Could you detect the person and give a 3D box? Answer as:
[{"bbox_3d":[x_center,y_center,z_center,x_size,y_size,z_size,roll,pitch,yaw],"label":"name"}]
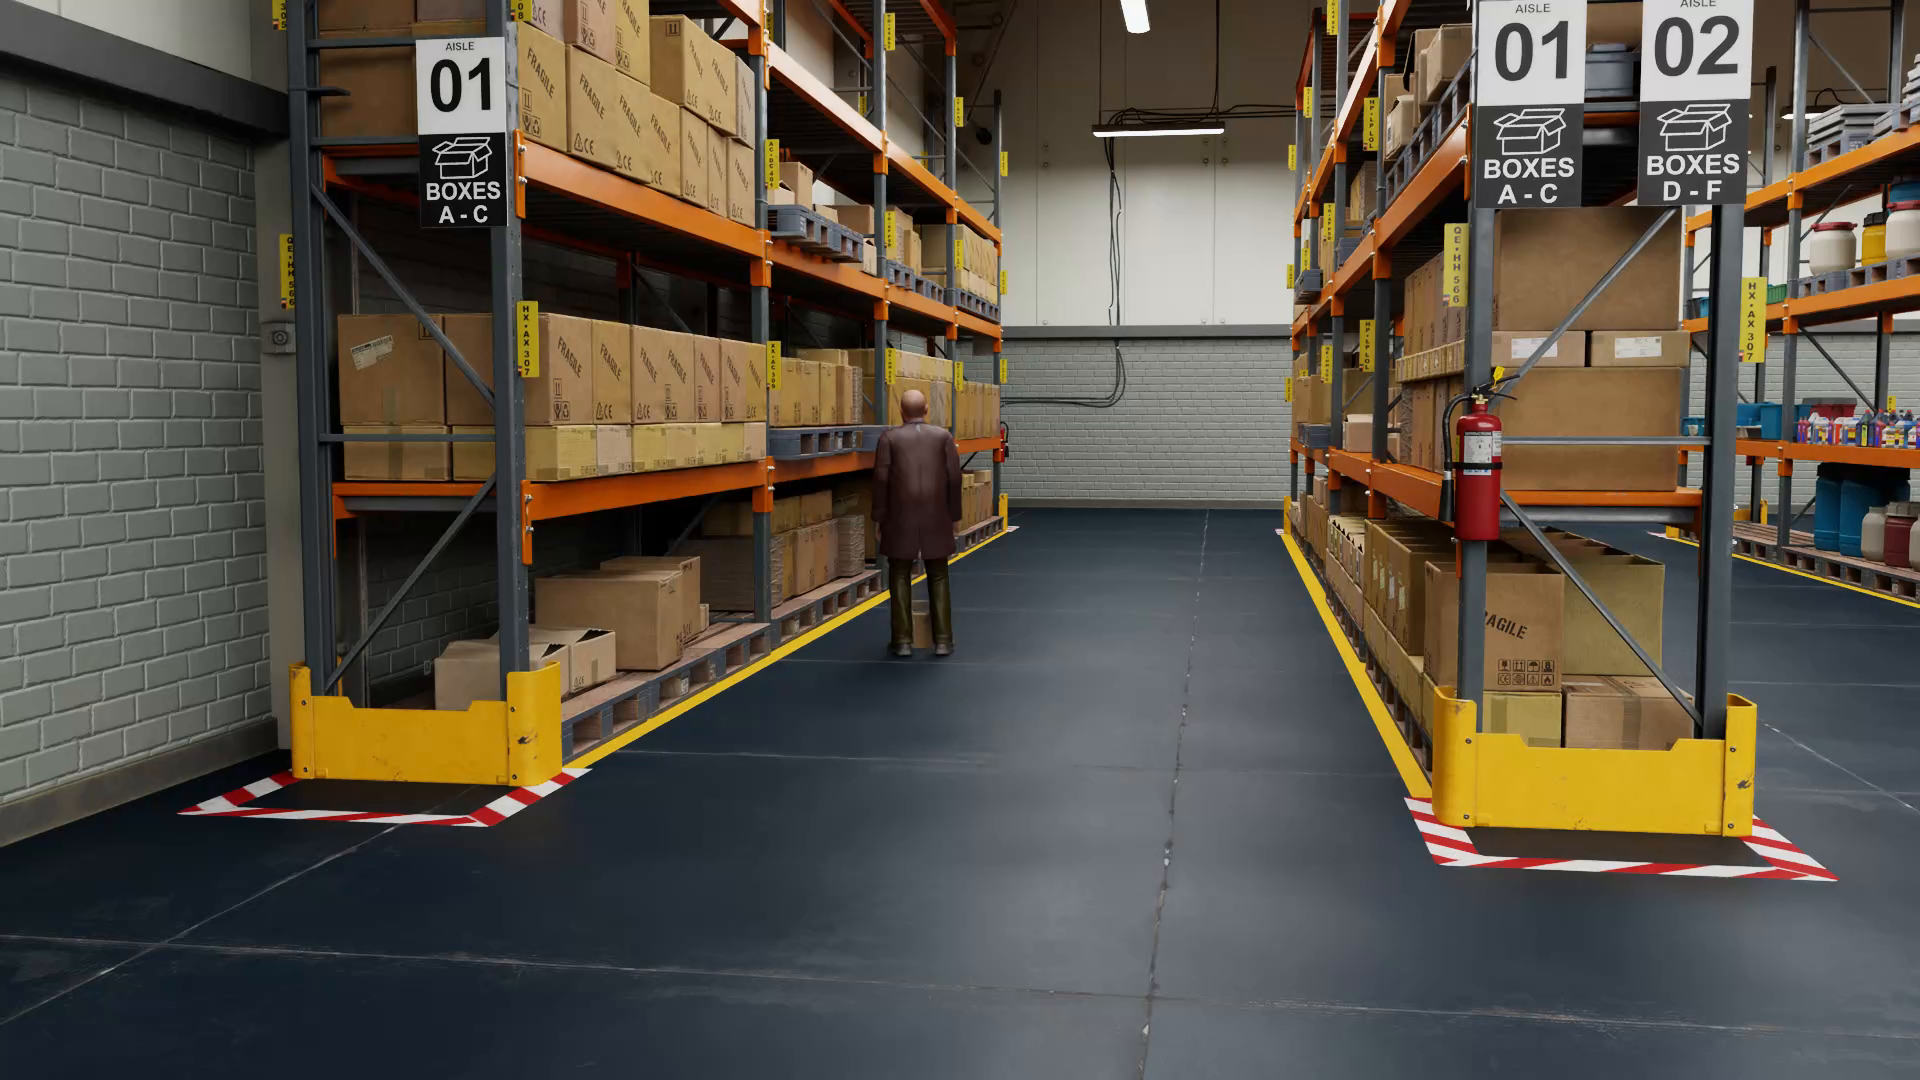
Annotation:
[{"bbox_3d":[-0.290,-0.119,11.149,0.622,1.774,0.426,-1,4,-8],"label":"person"}]
